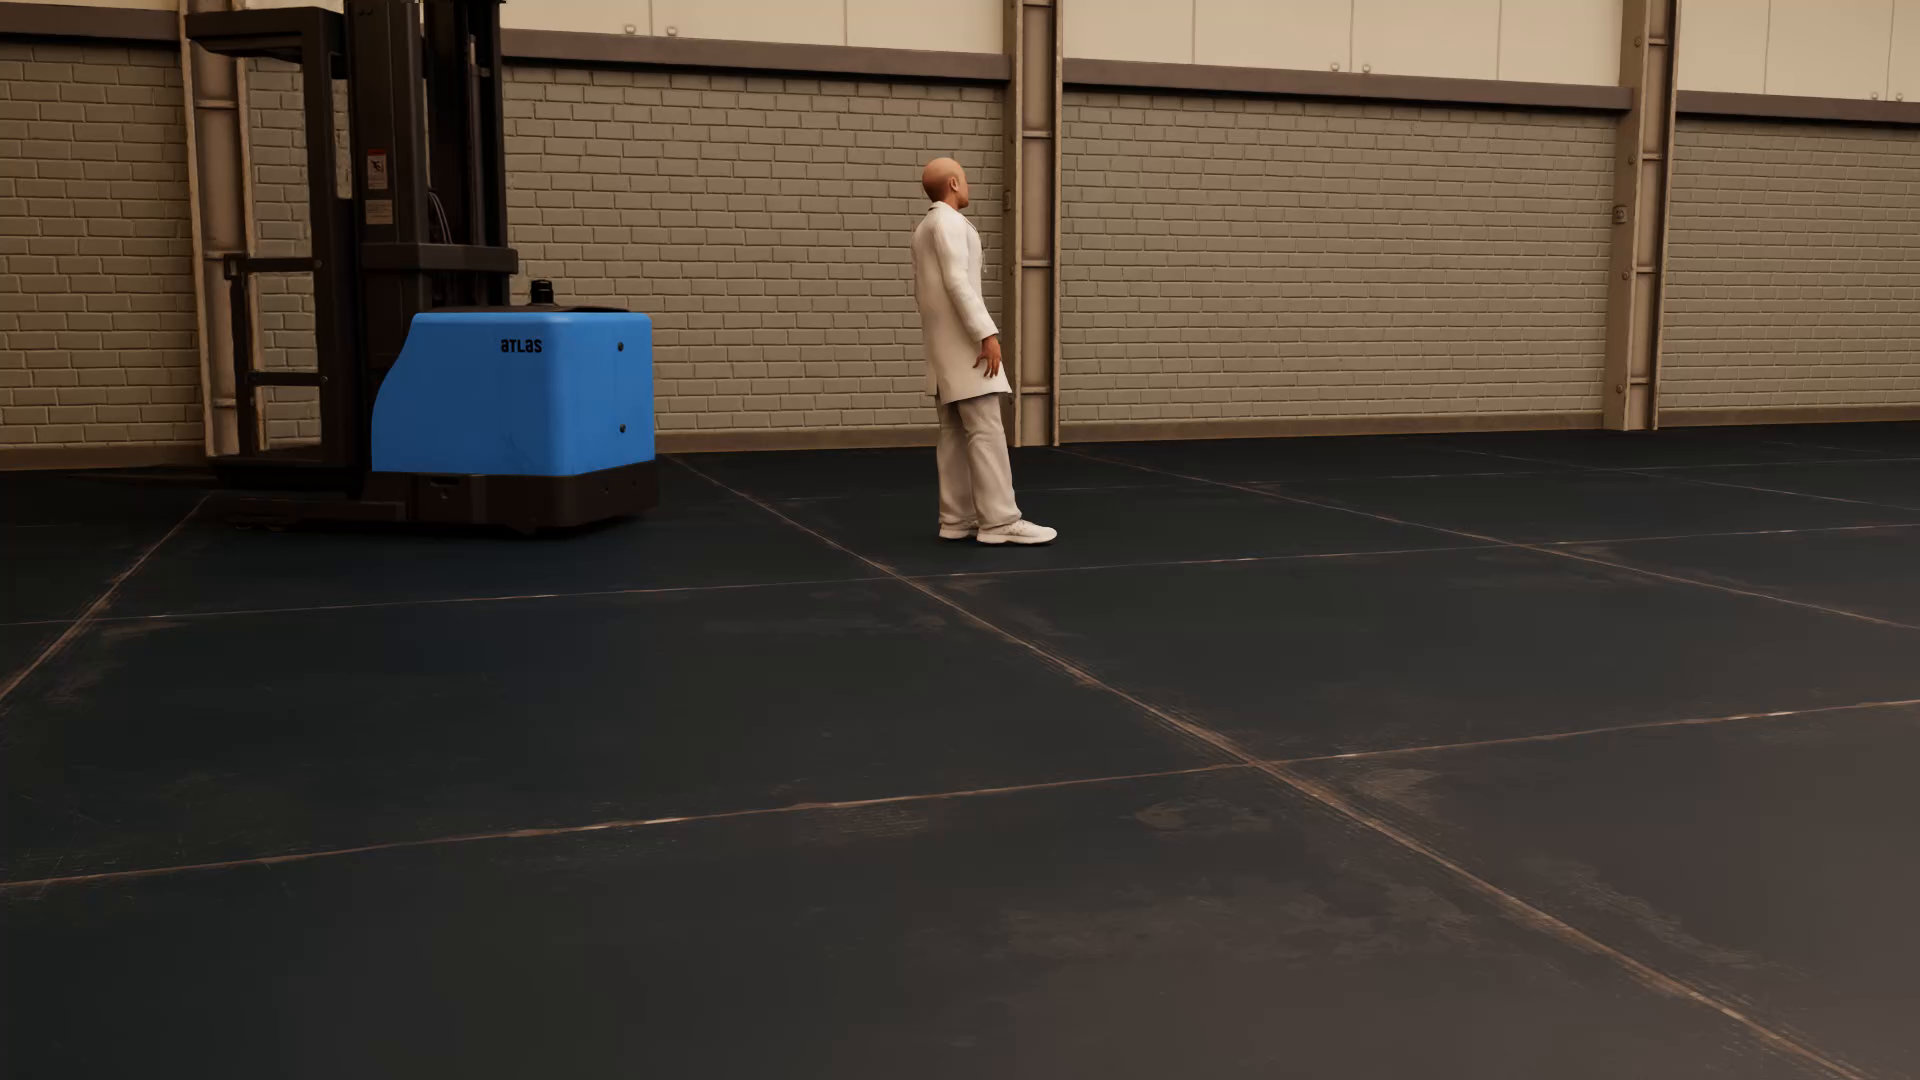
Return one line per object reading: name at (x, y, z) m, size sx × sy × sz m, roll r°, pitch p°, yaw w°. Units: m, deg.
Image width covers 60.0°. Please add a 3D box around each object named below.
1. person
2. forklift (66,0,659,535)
person at (0.087, -0.891, 7.827) m, size 0.581 × 1.776 × 0.696 m, roll -3°, pitch 8°, yaw -18°
forklift at (-3.158, -1.559, 8.514) m, size 3.031 × 2.935 × 1.130 m, roll 2°, pitch 8°, yaw 15°
